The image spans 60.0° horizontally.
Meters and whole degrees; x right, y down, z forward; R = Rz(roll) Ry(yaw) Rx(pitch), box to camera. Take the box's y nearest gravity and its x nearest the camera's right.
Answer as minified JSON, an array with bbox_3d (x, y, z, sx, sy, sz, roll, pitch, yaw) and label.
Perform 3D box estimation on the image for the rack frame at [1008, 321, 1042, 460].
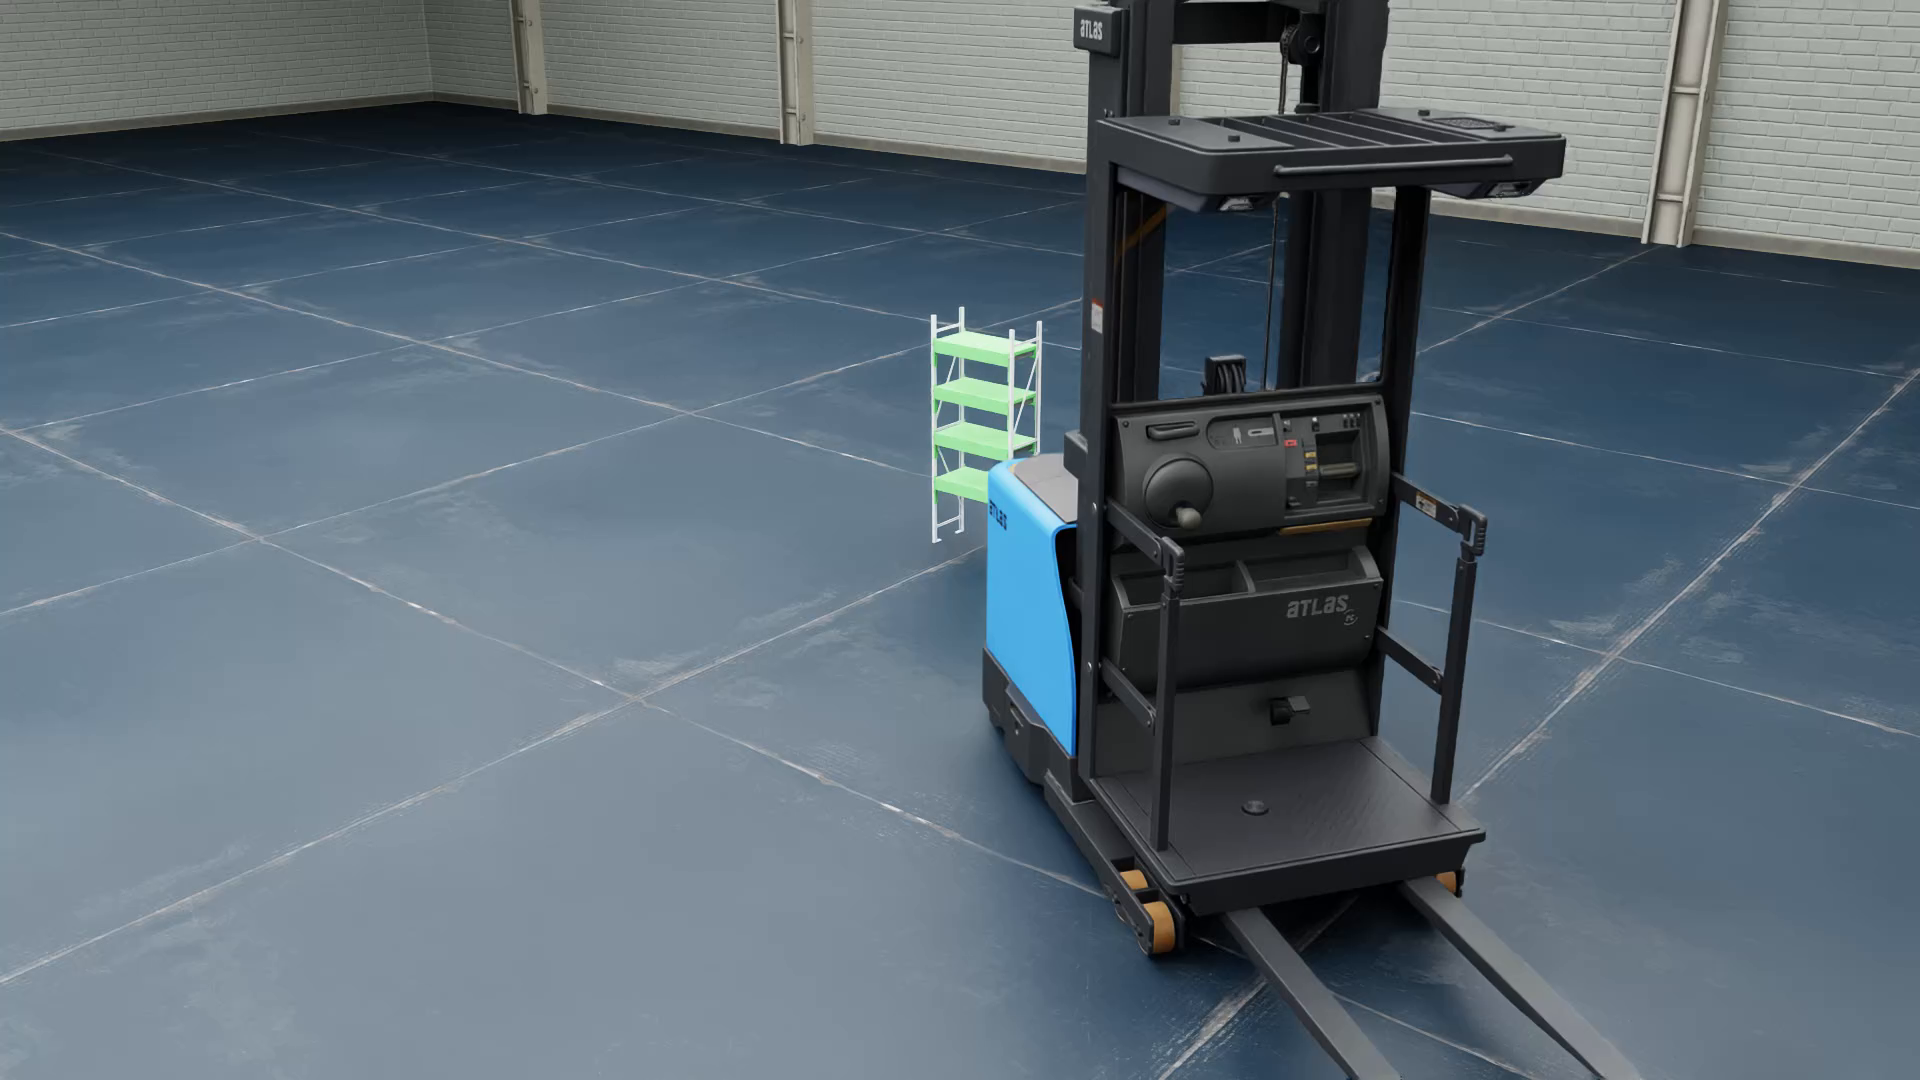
[{"bbox_3d":[0.317,-0.470,8.214,0.015,1.200,0.240,16,26,36],"label":"rack frame"}]

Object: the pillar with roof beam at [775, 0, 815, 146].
[{"bbox_3d":[-5.024,-8.653,18.861,0.400,9.000,9.100,16,26,36],"label":"pillar with roof beam"}]

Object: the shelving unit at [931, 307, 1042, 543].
[{"bbox_3d":[0.128,-0.524,8.359,0.503,1.200,0.258,16,26,36],"label":"shelving unit"}]

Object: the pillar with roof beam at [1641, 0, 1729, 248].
[{"bbox_3d":[4.273,-5.976,11.761,0.400,9.000,9.100,16,26,36],"label":"pillar with roof beam"}]

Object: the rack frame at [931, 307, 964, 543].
[{"bbox_3d":[-0.061,-0.579,8.503,0.015,1.200,0.240,16,26,36],"label":"rack frame"}]

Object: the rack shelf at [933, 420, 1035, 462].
[{"bbox_3d":[0.128,-0.465,8.381,0.480,0.148,0.258,16,26,36],"label":"rack shelf"}]

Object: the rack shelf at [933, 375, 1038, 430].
[{"bbox_3d":[0.128,-0.689,8.296,0.480,0.148,0.258,16,26,36],"label":"rack shelf"}]

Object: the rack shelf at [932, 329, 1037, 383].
[{"bbox_3d":[0.128,-0.914,8.212,0.480,0.148,0.258,16,26,36],"label":"rack shelf"}]

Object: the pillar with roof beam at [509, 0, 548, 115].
[{"bbox_3d":[-9.672,-9.992,22.410,0.400,9.000,9.100,16,26,36],"label":"pillar with roof beam"}]

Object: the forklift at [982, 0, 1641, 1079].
[{"bbox_3d":[1.007,-0.227,5.115,1.130,2.935,3.031,-6,22,-16],"label":"forklift"}]

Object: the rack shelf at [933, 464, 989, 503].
[{"bbox_3d":[0.128,-0.240,8.466,0.480,0.148,0.258,16,26,36],"label":"rack shelf"}]

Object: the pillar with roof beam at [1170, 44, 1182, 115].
[{"bbox_3d":[-0.376,-7.314,15.311,0.400,9.000,9.100,16,26,36],"label":"pillar with roof beam"}]
